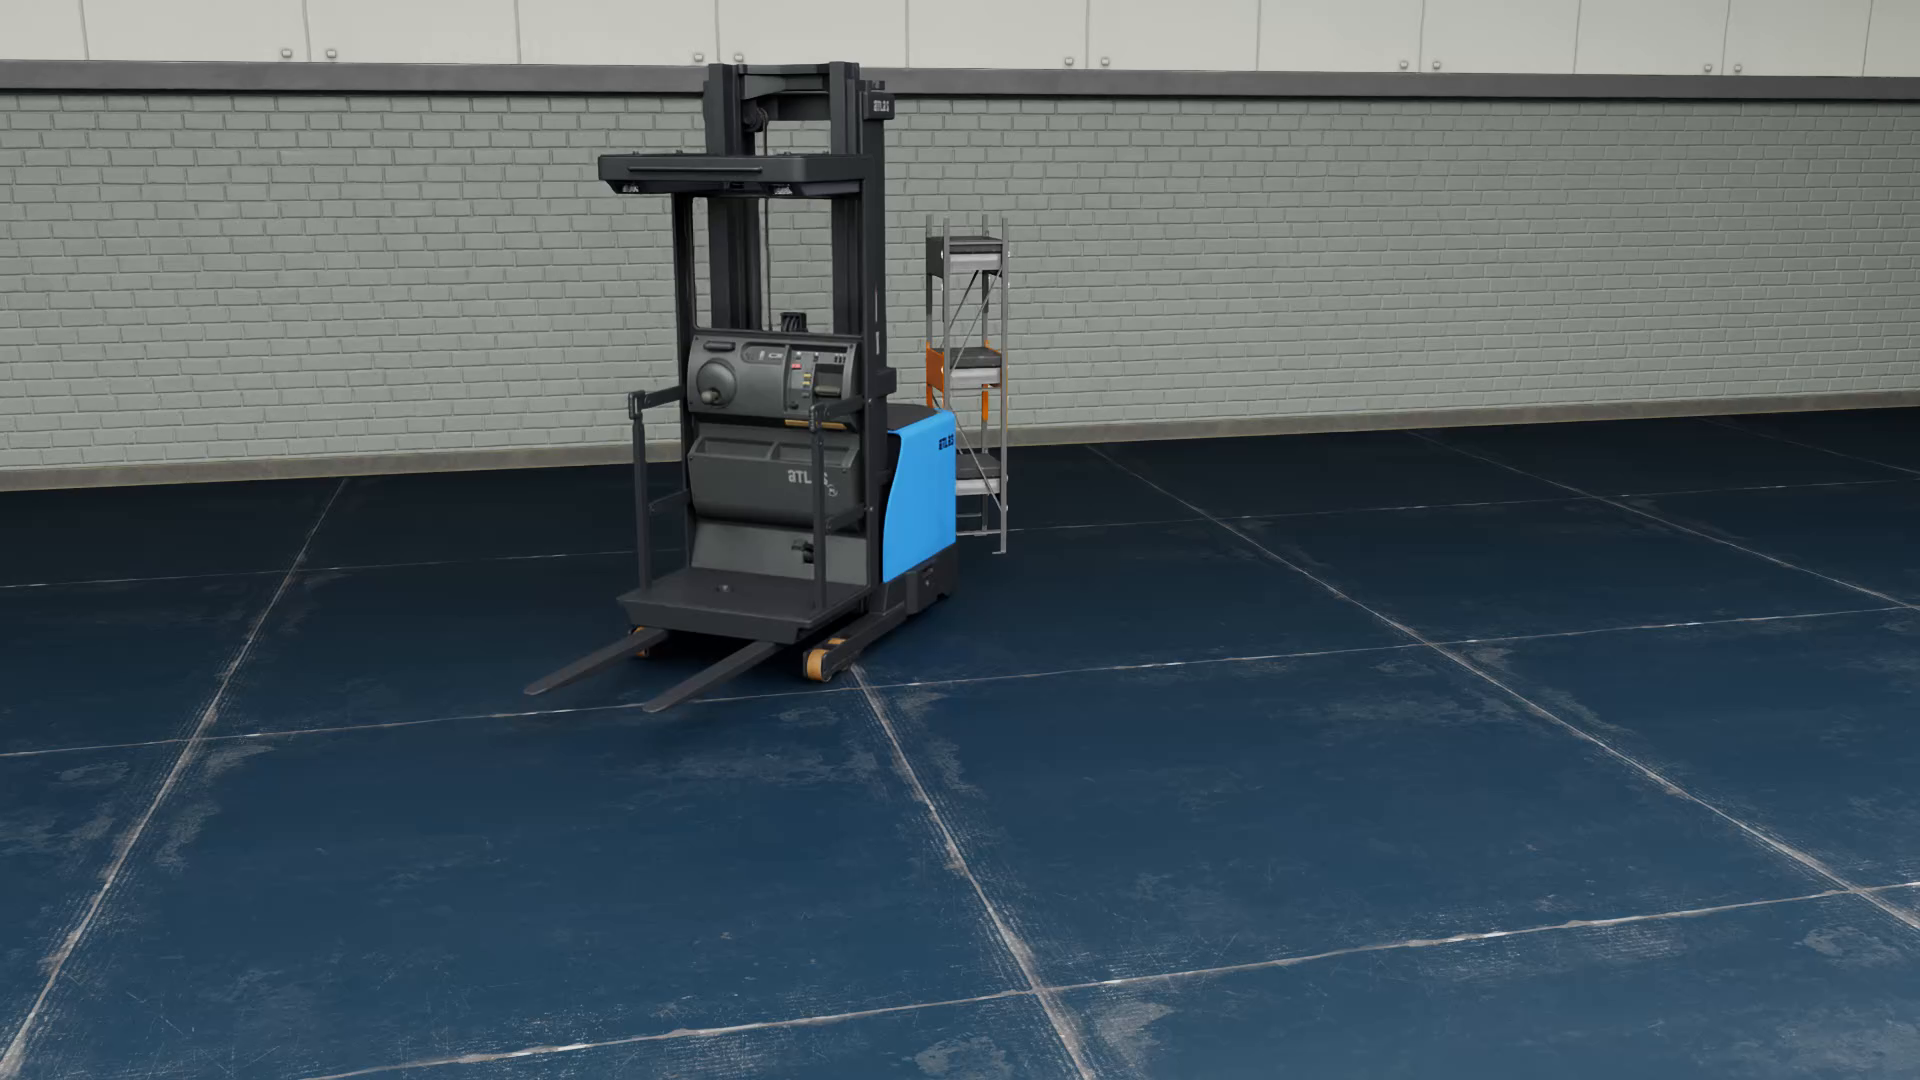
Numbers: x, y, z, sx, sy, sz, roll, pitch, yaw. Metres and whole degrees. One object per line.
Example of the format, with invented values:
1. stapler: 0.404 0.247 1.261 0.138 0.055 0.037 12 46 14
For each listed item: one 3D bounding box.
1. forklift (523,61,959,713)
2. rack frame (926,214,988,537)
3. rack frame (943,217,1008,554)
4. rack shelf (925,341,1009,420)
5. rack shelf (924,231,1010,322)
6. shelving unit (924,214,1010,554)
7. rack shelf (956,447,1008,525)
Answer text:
1. forklift: -1.033 -0.843 8.203 1.130 2.935 3.031 6 15 21
2. rack frame: -0.018 -1.038 10.752 0.400 2.100 0.015 -3 14 -13
3. rack frame: 0.096 -0.926 10.291 0.400 2.100 0.015 -3 14 -13
4. rack shelf: 0.039 -0.969 10.525 0.431 0.518 0.480 -3 14 -13
5. rack shelf: 0.039 -1.649 10.359 0.431 0.518 0.480 -3 14 -13
6. shelving unit: 0.039 -0.982 10.522 0.431 2.100 0.503 -3 14 -13
7. rack shelf: 0.039 -0.289 10.691 0.431 0.518 0.480 -3 14 -13
